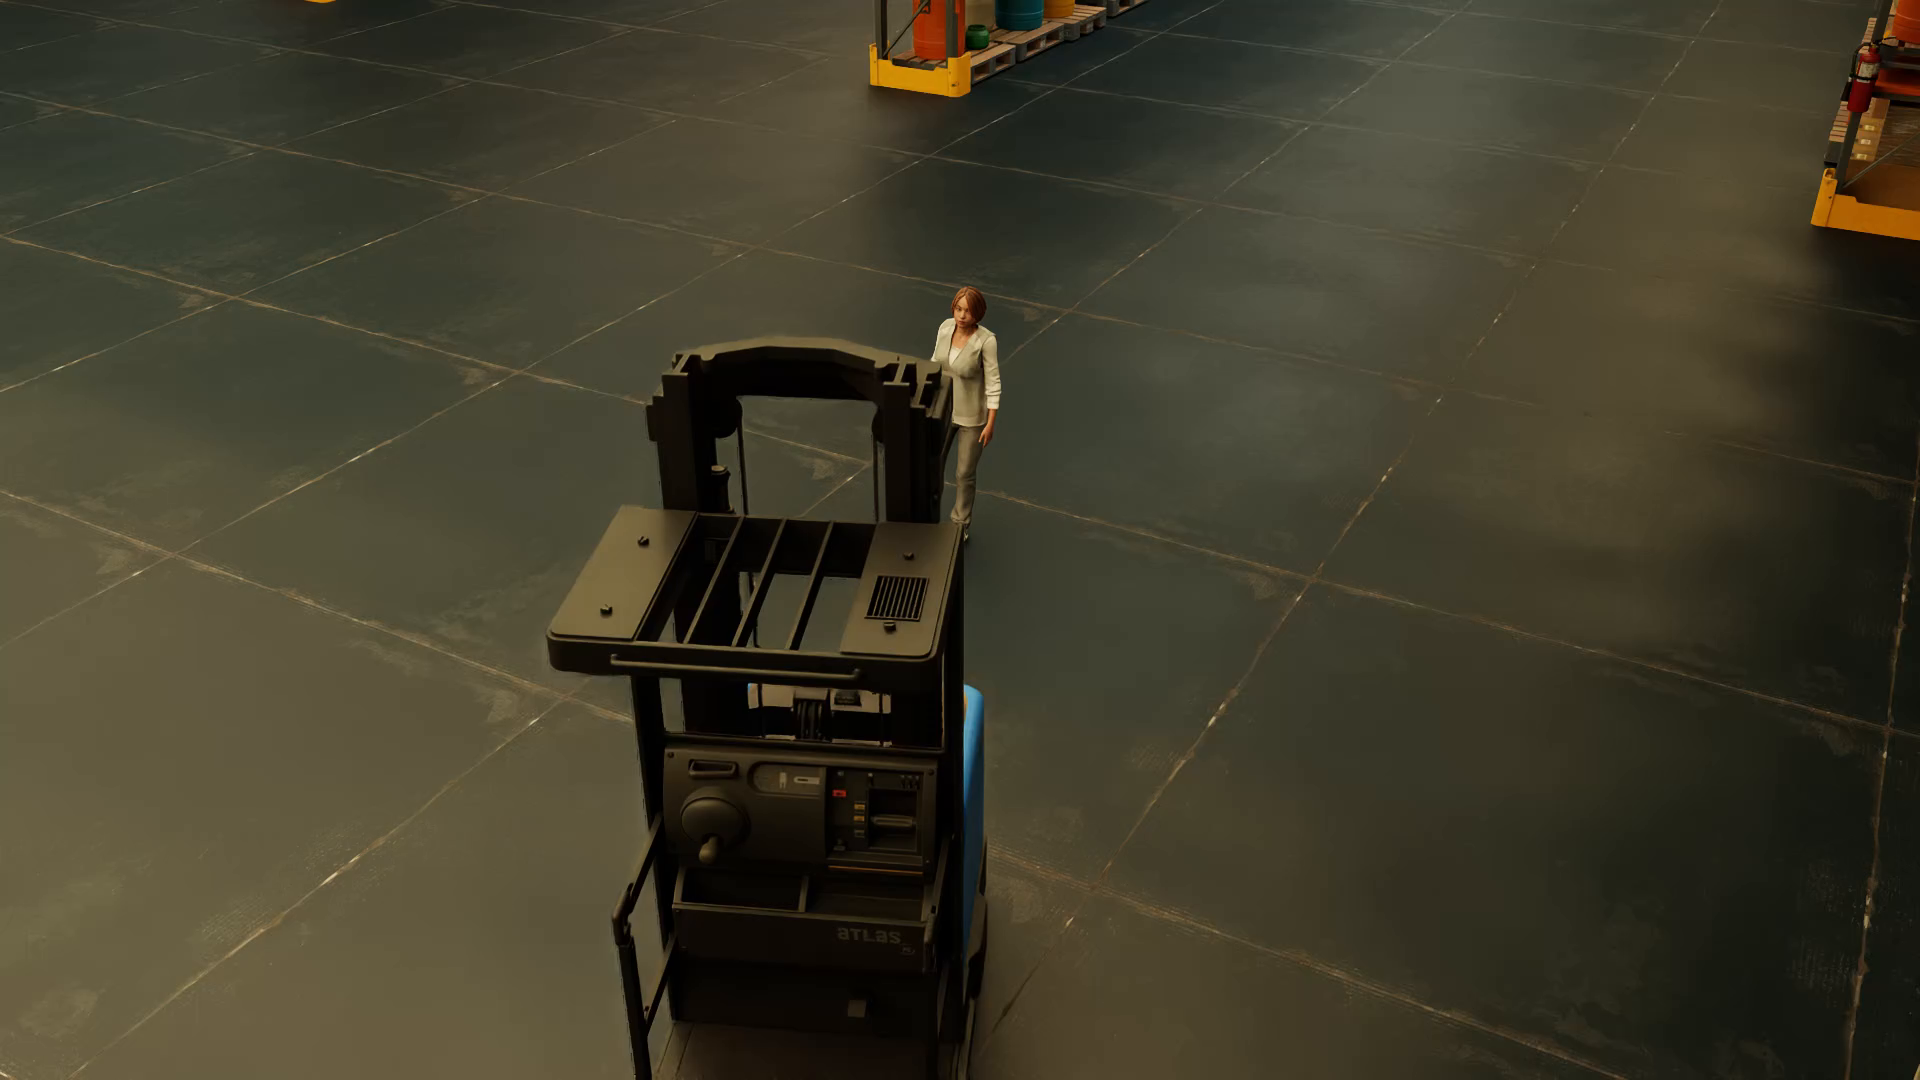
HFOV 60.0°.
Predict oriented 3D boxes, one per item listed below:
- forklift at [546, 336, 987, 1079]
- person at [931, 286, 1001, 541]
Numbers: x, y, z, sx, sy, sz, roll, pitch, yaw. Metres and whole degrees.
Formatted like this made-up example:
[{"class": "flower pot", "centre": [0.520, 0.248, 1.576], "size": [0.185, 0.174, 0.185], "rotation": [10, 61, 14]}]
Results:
[{"class": "forklift", "centre": [-0.559, 0.957, 5.412], "size": [1.130, 2.935, 3.031], "rotation": [3, 30, 5]}, {"class": "person", "centre": [-0.049, -0.669, 9.549], "size": [0.520, 1.599, 0.473], "rotation": [15, 33, 25]}]
